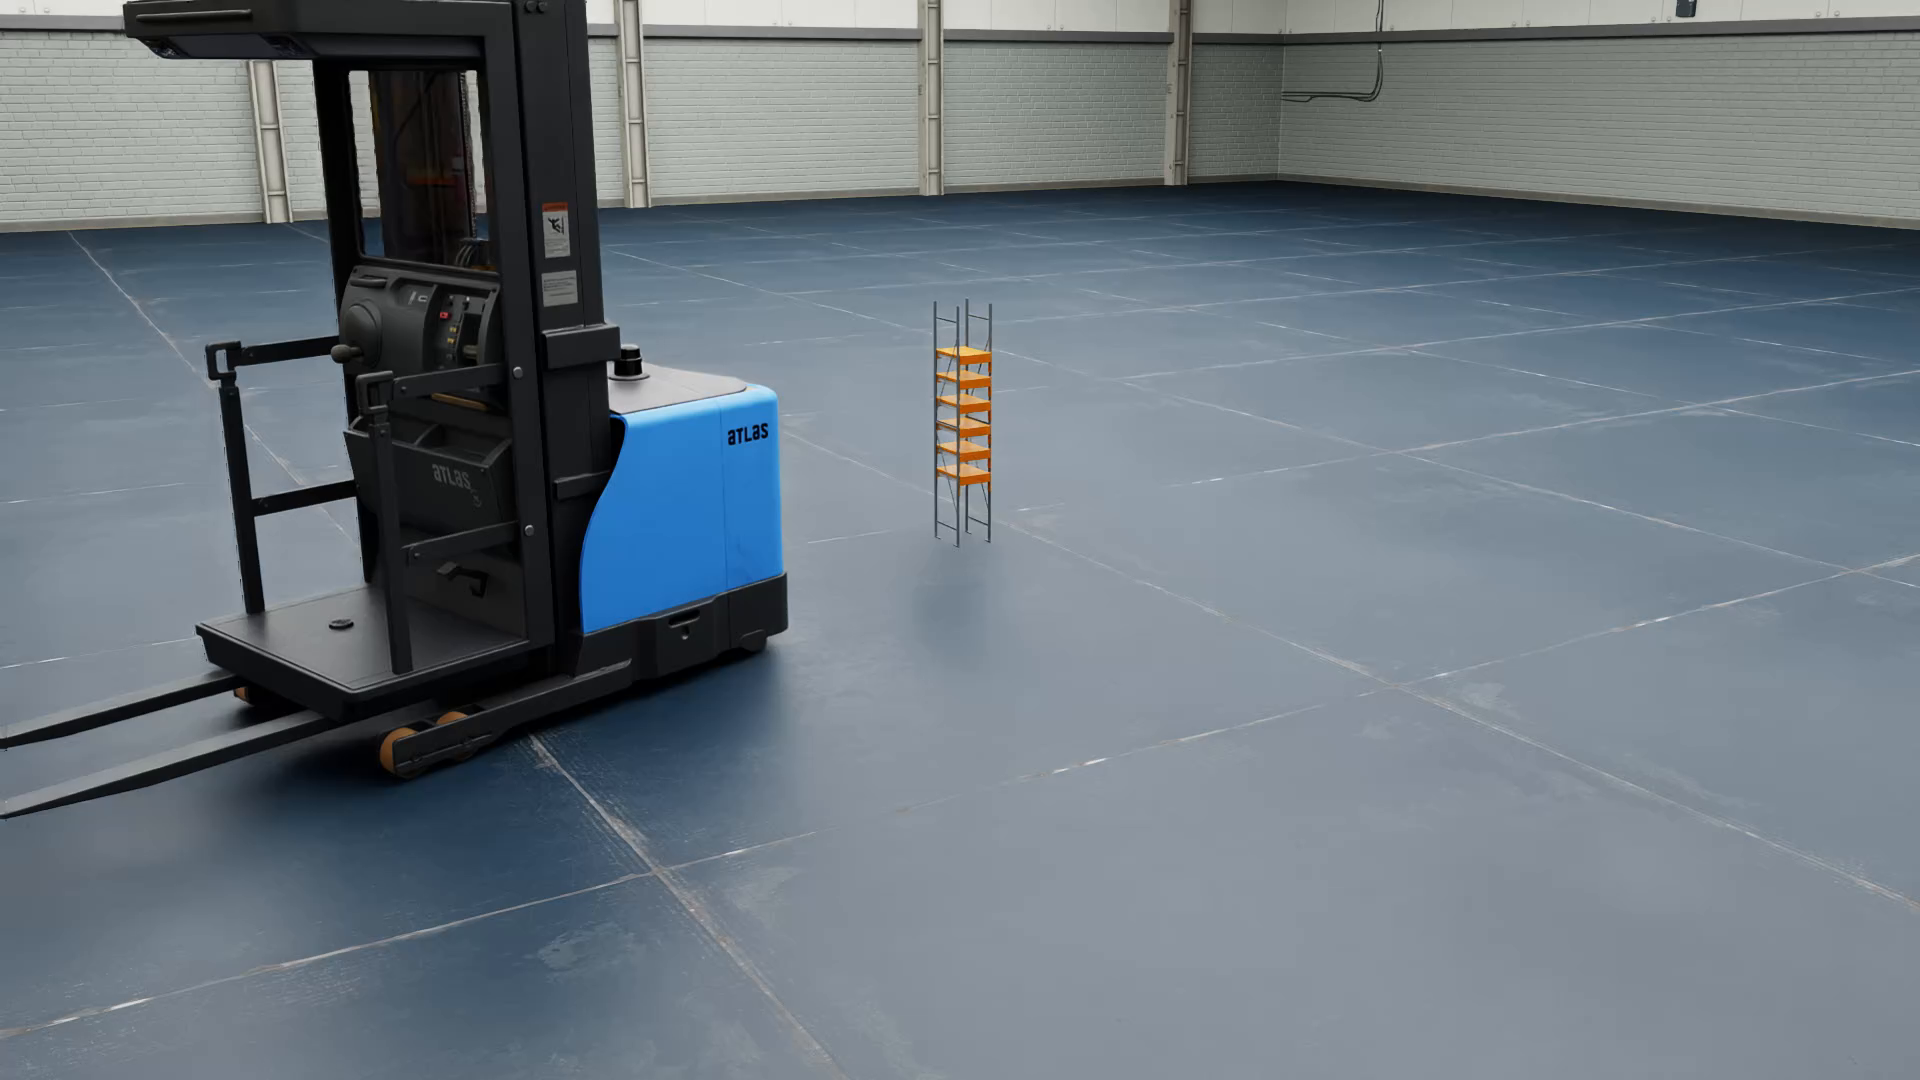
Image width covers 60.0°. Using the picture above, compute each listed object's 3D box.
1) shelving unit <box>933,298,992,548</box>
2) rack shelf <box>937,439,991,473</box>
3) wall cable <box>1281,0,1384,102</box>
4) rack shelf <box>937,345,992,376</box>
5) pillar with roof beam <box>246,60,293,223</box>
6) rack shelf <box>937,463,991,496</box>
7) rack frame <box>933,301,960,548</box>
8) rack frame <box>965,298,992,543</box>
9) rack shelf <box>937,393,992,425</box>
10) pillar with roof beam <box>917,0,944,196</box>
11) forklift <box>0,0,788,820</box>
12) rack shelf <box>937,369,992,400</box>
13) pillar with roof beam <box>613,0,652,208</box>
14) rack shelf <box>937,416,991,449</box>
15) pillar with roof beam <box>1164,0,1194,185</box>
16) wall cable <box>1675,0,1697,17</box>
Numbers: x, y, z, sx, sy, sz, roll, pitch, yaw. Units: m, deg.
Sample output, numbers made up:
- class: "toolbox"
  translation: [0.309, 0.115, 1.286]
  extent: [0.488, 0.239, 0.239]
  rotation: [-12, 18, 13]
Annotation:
- class: "shelving unit"
  translation: [0.012, -0.580, 8.255]
  extent: [0.189, 1.200, 0.258]
  rotation: [-9, 18, -30]
- class: "rack shelf"
  translation: [0.012, -0.421, 8.299]
  extent: [0.180, 0.103, 0.258]
  rotation: [-9, 18, -30]
- class: "wall cable"
  translation: [7.789, -10.506, 34.969]
  extent: [0.112, 2.526, 3.097]
  rotation: [-9, 18, -30]
- class: "rack shelf"
  translation: [0.012, -0.884, 8.170]
  extent: [0.180, 0.103, 0.258]
  rotation: [-9, 18, -30]
- class: "pillar with roof beam"
  translation: [-8.630, -8.399, 21.701]
  extent: [0.400, 9.000, 9.100]
  rotation: [-9, 18, -30]
- class: "rack shelf"
  translation: [0.012, -0.306, 8.332]
  extent: [0.180, 0.103, 0.258]
  rotation: [-9, 18, -30]
- class: "rack frame"
  translation: [-0.066, -0.567, 8.210]
  extent: [0.006, 1.200, 0.240]
  rotation: [-9, 18, -30]
- class: "rack frame"
  translation: [0.091, -0.592, 8.300]
  extent: [0.006, 1.200, 0.240]
  rotation: [-9, 18, -30]
- class: "rack shelf"
  translation: [0.012, -0.653, 8.235]
  extent: [0.180, 0.103, 0.258]
  rotation: [-9, 18, -30]
- class: "pillar with roof beam"
  translation: [1.656, -10.067, 27.651]
  extent: [0.400, 9.000, 9.100]
  rotation: [-9, 18, -30]
- class: "forklift"
  translation: [-2.049, -0.766, 5.714]
  extent: [1.130, 2.935, 3.031]
  rotation: [13, 20, 39]
- class: "rack shelf"
  translation: [0.012, -0.768, 8.202]
  extent: [0.180, 0.103, 0.258]
  rotation: [-9, 18, -30]
- class: "pillar with roof beam"
  translation: [-3.487, -9.233, 24.676]
  extent: [0.400, 9.000, 9.100]
  rotation: [-9, 18, -30]
- class: "rack shelf"
  translation: [0.012, -0.537, 8.267]
  extent: [0.180, 0.103, 0.258]
  rotation: [-9, 18, -30]
- class: "pillar with roof beam"
  translation: [6.799, -10.901, 30.627]
  extent: [0.400, 9.000, 9.100]
  rotation: [-9, 18, -30]
- class: "wall cable"
  translation: [12.664, -11.440, 26.247]
  extent: [0.169, 6.003, 2.305]
  rotation: [-9, 18, -30]
